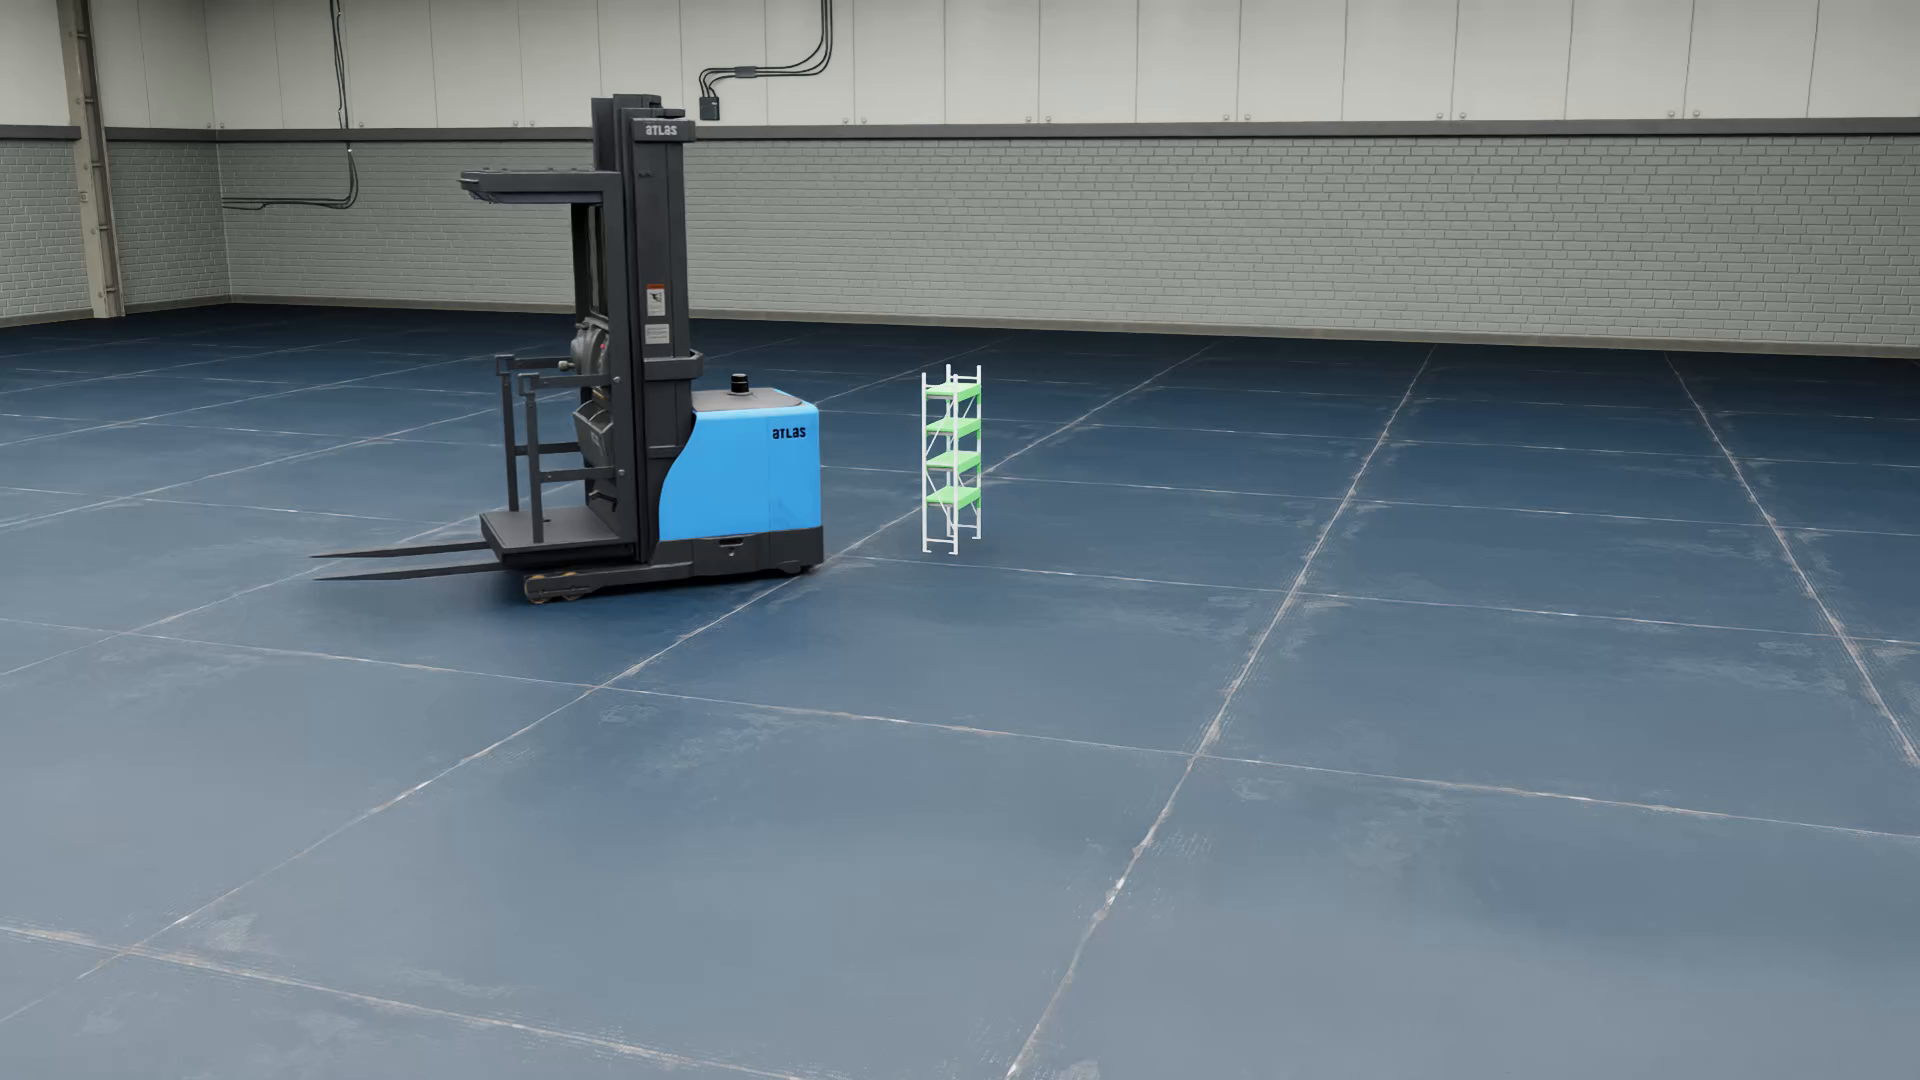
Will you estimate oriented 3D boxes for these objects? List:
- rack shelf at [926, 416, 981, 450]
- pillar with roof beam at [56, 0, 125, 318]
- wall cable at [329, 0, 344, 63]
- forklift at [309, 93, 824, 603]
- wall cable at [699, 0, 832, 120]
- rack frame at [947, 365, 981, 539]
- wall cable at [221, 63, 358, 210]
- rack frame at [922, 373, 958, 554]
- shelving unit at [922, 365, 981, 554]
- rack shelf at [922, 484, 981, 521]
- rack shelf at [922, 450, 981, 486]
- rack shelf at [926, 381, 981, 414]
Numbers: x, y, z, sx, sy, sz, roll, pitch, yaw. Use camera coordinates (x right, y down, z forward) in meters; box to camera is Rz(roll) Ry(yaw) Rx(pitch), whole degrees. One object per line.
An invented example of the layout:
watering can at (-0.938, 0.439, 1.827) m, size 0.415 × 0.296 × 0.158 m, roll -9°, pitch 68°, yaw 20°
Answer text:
rack shelf at (-0.054, -0.722, 11.163) m, size 0.258 × 0.148 × 0.480 m, roll 4°, pitch 14°, yaw 18°
pillar with roof beam at (-10.200, -7.822, 25.535) m, size 9.100 × 9.000 × 0.400 m, roll 4°, pitch 14°, yaw 18°
wall cable at (-9.510, -9.411, 28.124) m, size 3.097 × 2.526 × 0.112 m, roll 4°, pitch 14°, yaw 18°
forklift at (-2.432, -1.187, 10.101) m, size 3.031 × 2.935 × 1.130 m, roll -5°, pitch 14°, yaw -22°
wall cable at (-3.092, -9.628, 25.806) m, size 2.305 × 6.003 × 0.169 m, roll 4°, pitch 14°, yaw 18°
rack frame at (0.025, -0.601, 11.427) m, size 0.240 × 1.200 × 0.015 m, roll 4°, pitch 14°, yaw 18°
wall cable at (-12.069, -7.143, 29.539) m, size 3.097 × 2.526 × 0.112 m, roll 4°, pitch 14°, yaw 18°
rack frame at (-0.133, -0.499, 10.977) m, size 0.240 × 1.200 × 0.015 m, roll 4°, pitch 14°, yaw 18°
shelving unit at (-0.054, -0.550, 11.202) m, size 0.258 × 1.200 × 0.503 m, roll 4°, pitch 14°, yaw 18°
rack shelf at (-0.054, -0.254, 11.269) m, size 0.258 × 0.148 × 0.480 m, roll 4°, pitch 14°, yaw 18°
rack shelf at (-0.054, -0.488, 11.216) m, size 0.258 × 0.148 × 0.480 m, roll 4°, pitch 14°, yaw 18°
rack shelf at (-0.054, -0.956, 11.109) m, size 0.258 × 0.148 × 0.480 m, roll 4°, pitch 14°, yaw 18°
